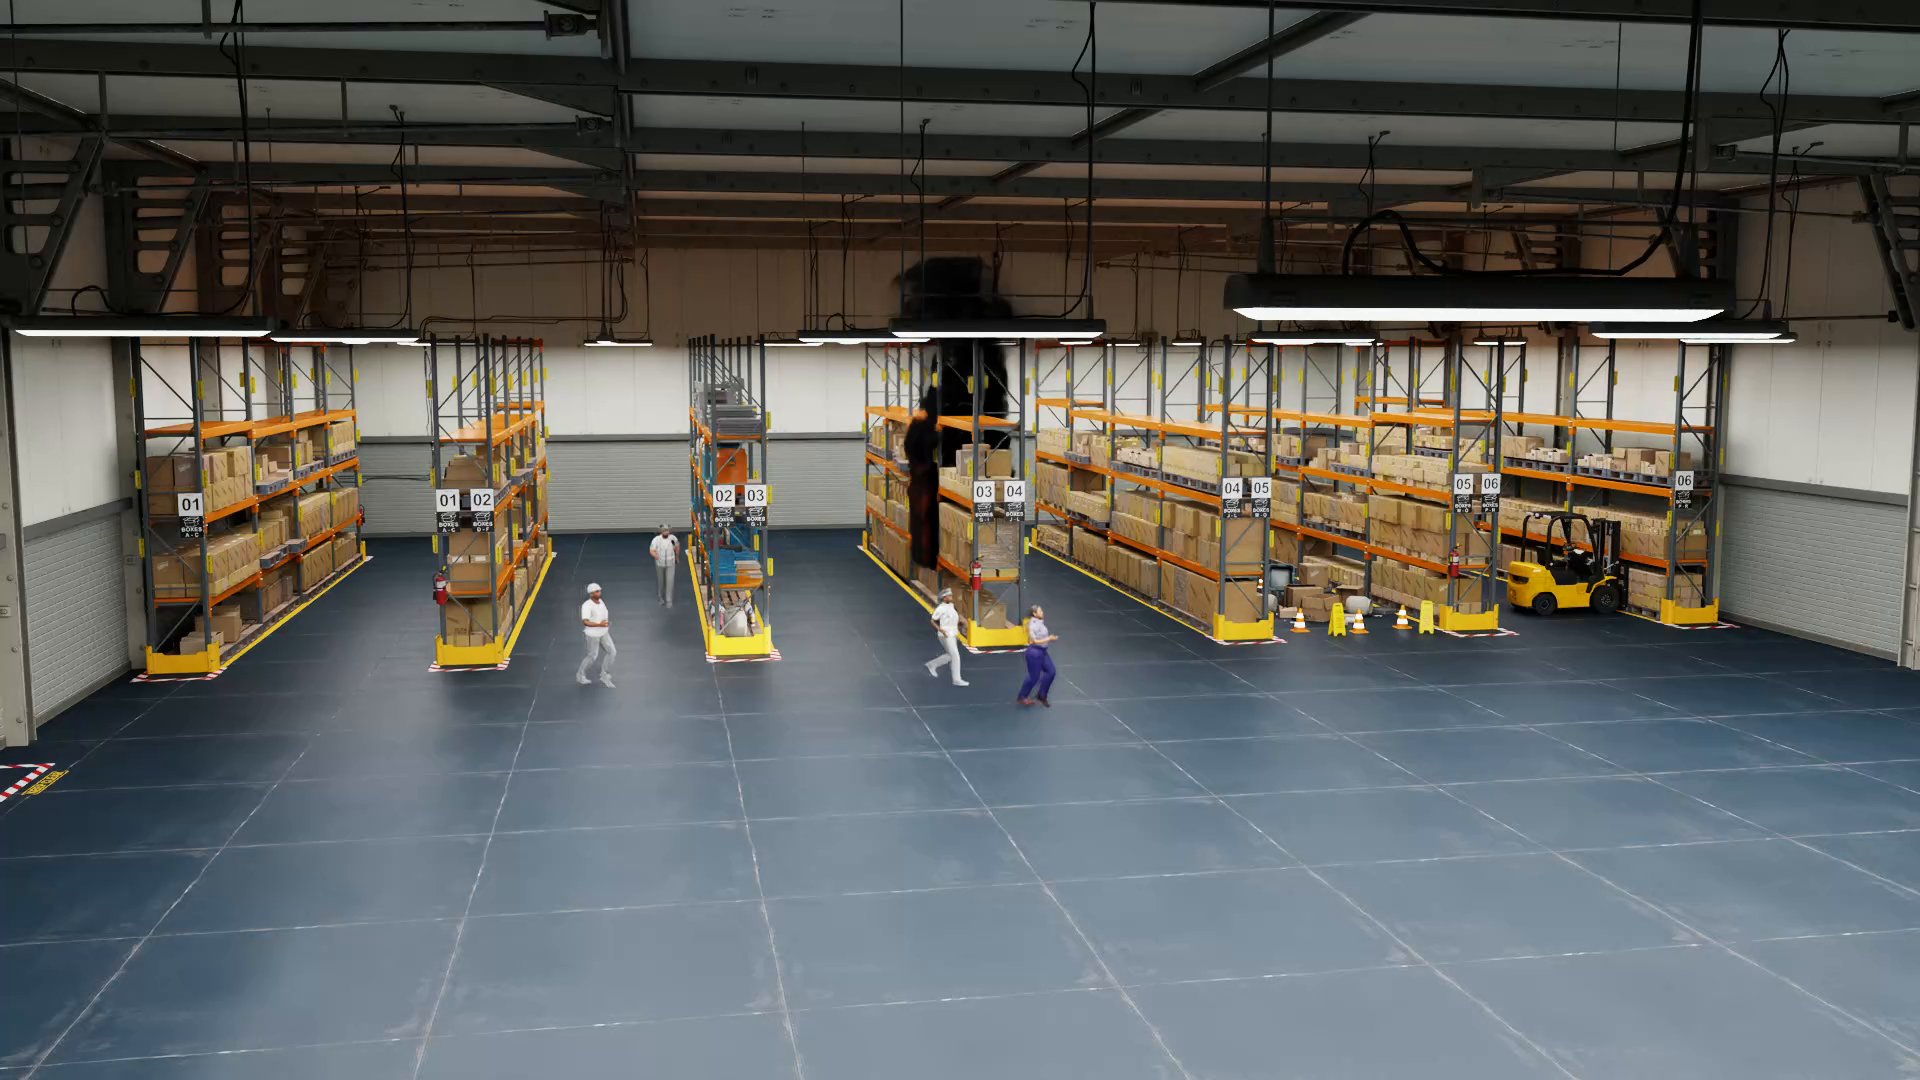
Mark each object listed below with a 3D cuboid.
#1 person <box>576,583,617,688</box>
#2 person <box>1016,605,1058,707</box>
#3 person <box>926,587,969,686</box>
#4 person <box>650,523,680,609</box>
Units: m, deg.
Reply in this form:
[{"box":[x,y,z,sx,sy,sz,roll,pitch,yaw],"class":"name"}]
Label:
[{"box":[-6.186,1.632,28.221,0.730,1.813,0.697,3,7,23],"class":"person"},{"box":[1.249,1.874,26.629,0.680,1.695,0.582,2,7,16],"class":"person"},{"box":[-0.236,1.636,28.436,0.850,1.670,0.588,3,7,25],"class":"person"},{"box":[-6.256,0.529,35.318,0.648,1.814,0.867,-2,7,-14],"class":"person"}]
